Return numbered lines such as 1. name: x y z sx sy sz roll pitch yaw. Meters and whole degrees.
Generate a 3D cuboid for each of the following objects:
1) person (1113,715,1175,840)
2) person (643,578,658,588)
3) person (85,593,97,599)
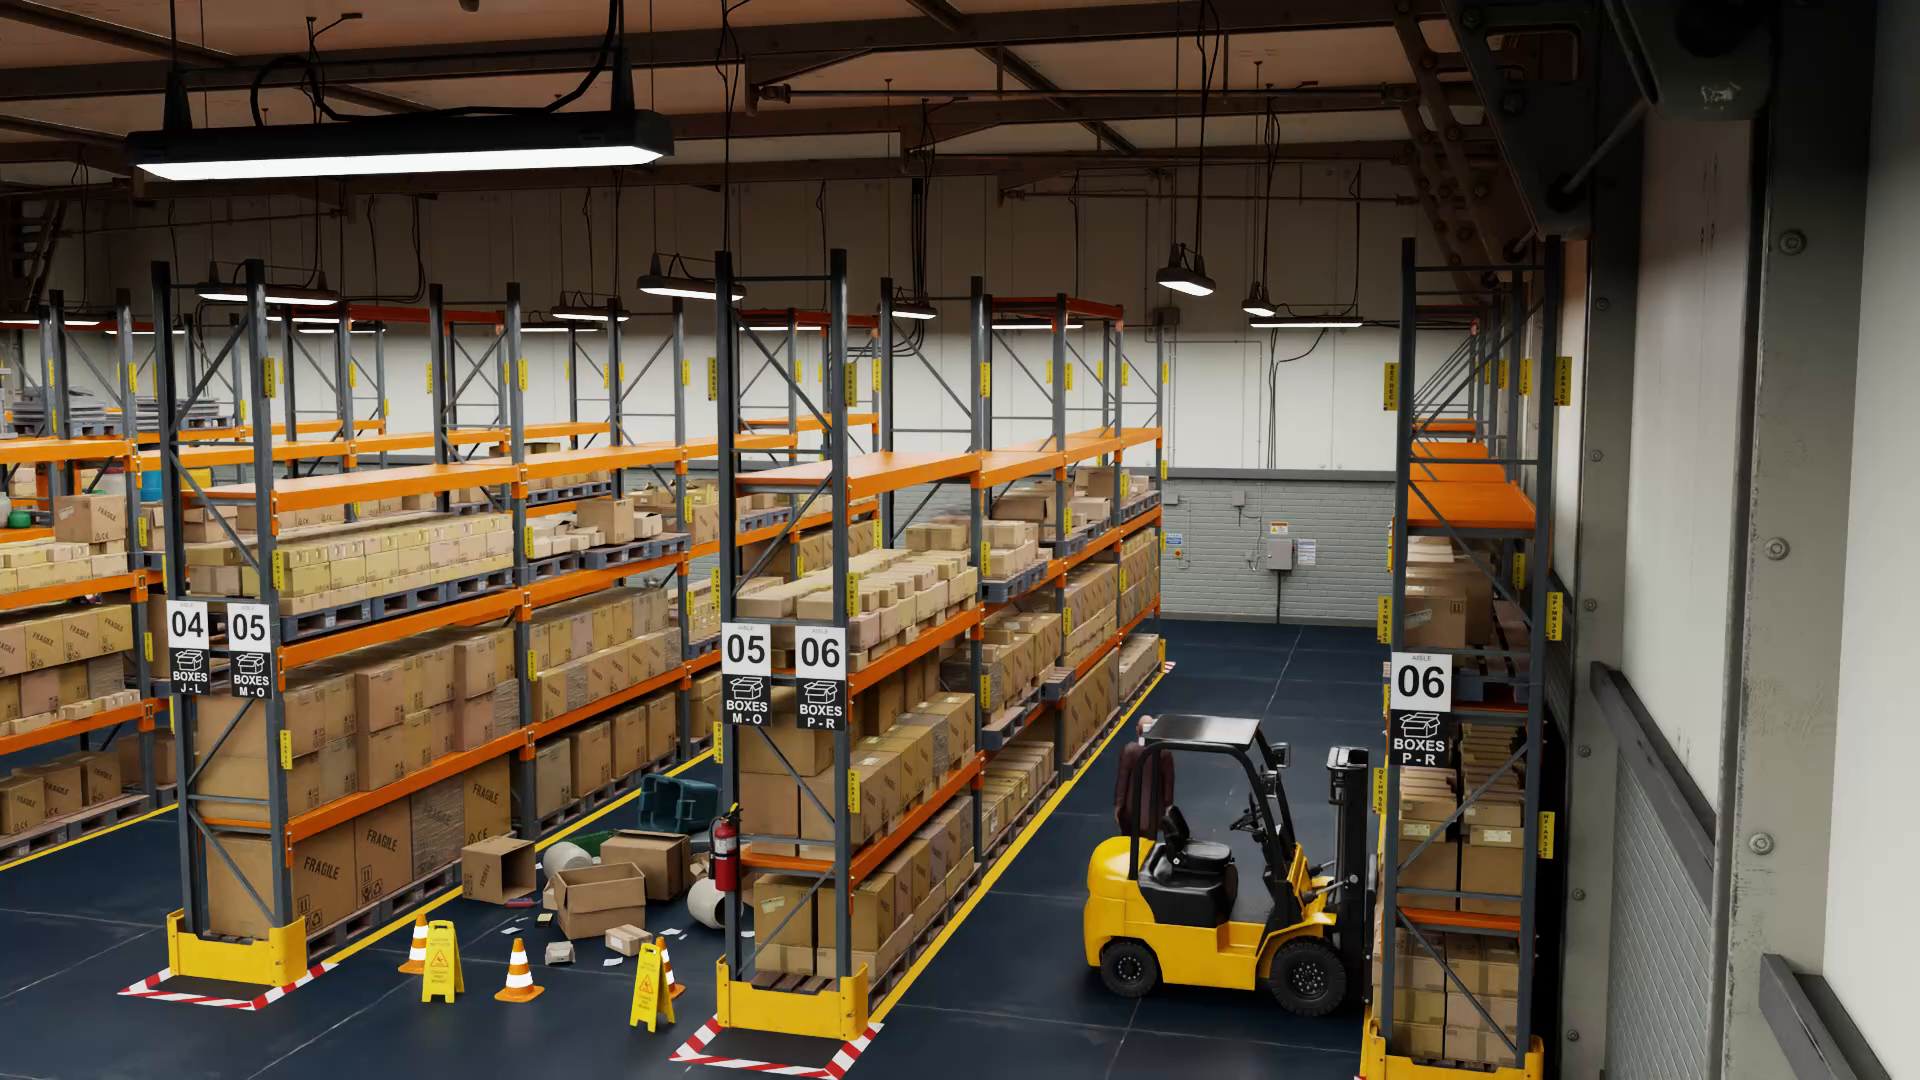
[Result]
1. person: 1.777 2.602 16.077 0.587 1.814 0.594 1 6 7
2. person: -5.111 1.420 27.503 0.547 1.613 1.045 1 6 10
3. person: -14.206 1.441 27.366 0.551 1.664 0.417 1 6 13
